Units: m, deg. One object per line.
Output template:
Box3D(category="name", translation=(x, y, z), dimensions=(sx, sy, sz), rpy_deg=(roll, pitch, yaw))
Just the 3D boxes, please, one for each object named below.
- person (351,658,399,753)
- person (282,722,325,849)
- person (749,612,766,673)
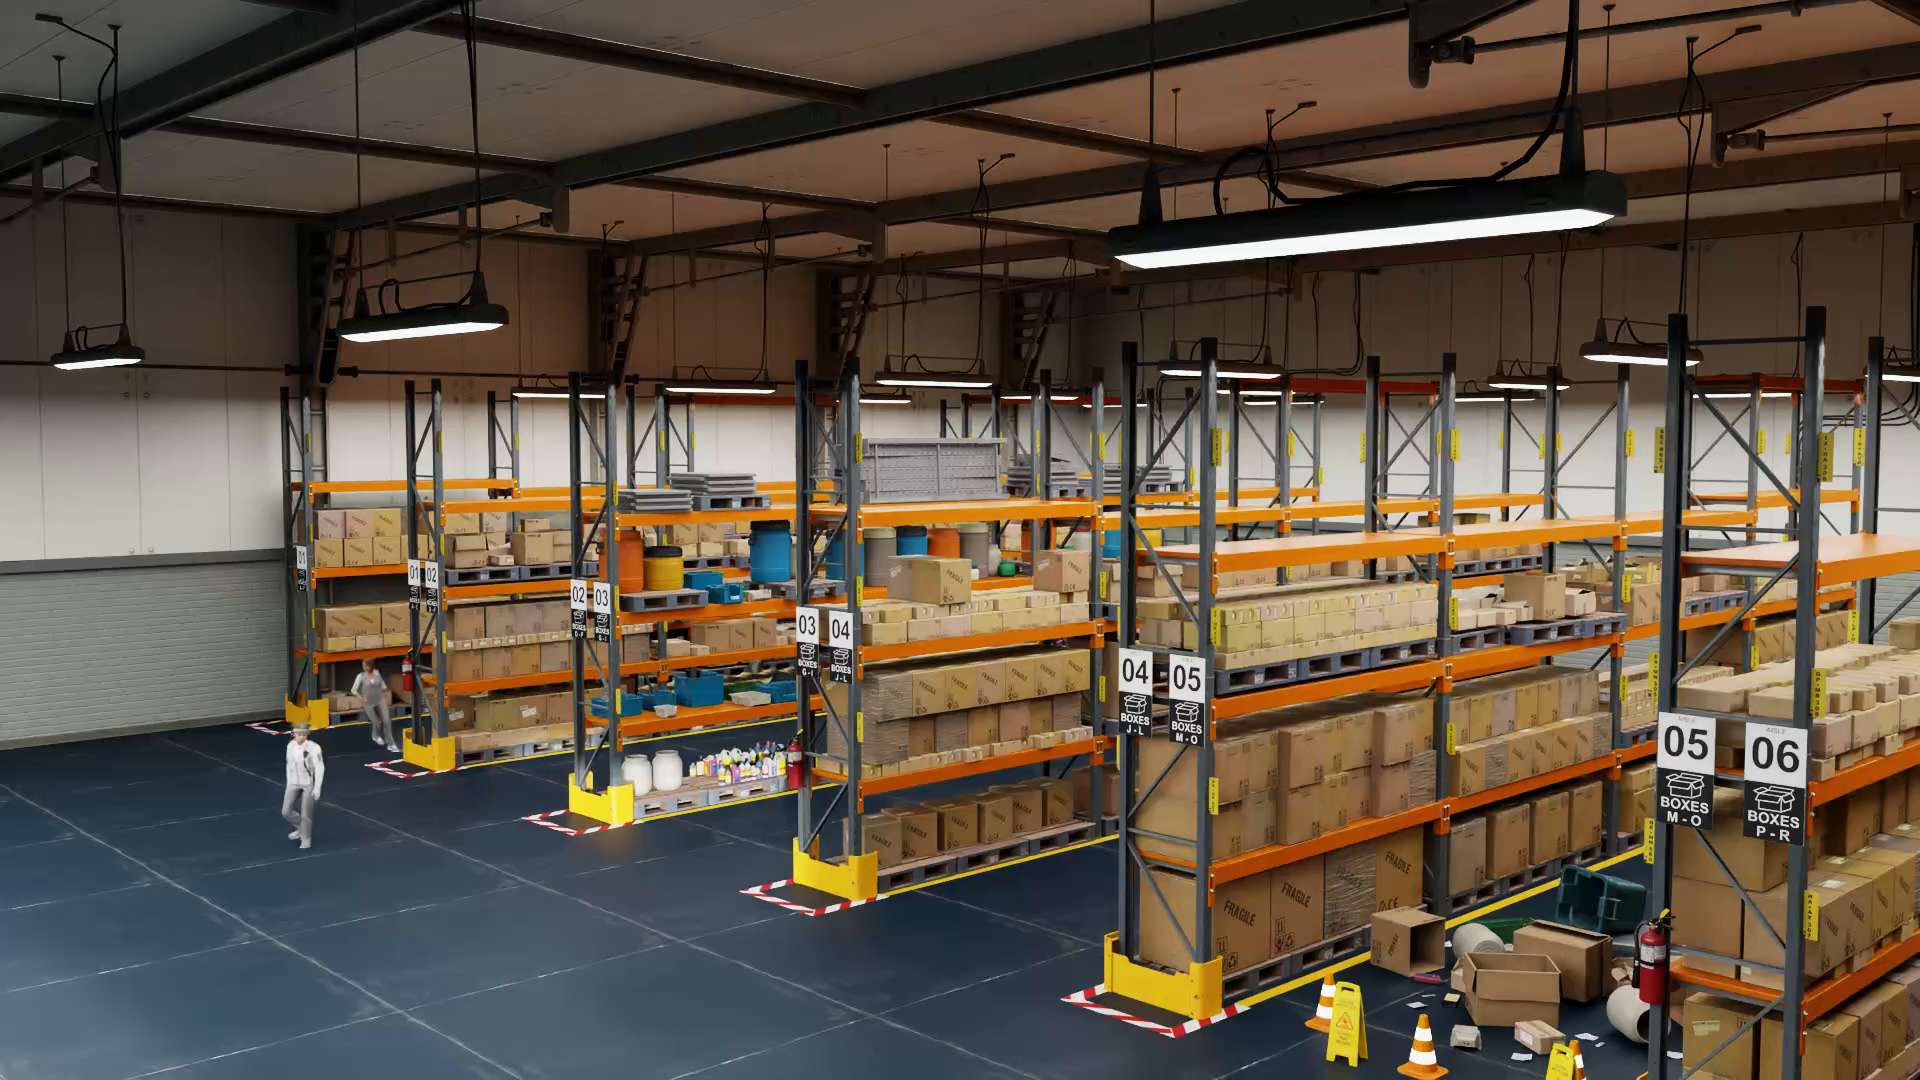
Box3D(category="person", translation=(-9.551, 2.671, 27.012), dimensions=(0.650, 1.551, 0.757), rpy_deg=(-3, 4, -35))
Box3D(category="person", translation=(-8.159, 3.039, 20.664), dimensions=(0.632, 1.626, 0.549), rpy_deg=(0, 4, 8))
Box3D(category="person", translation=(-3.932, 2.216, 32.930), dimensions=(0.688, 1.715, 0.671), rpy_deg=(3, 5, 36))
